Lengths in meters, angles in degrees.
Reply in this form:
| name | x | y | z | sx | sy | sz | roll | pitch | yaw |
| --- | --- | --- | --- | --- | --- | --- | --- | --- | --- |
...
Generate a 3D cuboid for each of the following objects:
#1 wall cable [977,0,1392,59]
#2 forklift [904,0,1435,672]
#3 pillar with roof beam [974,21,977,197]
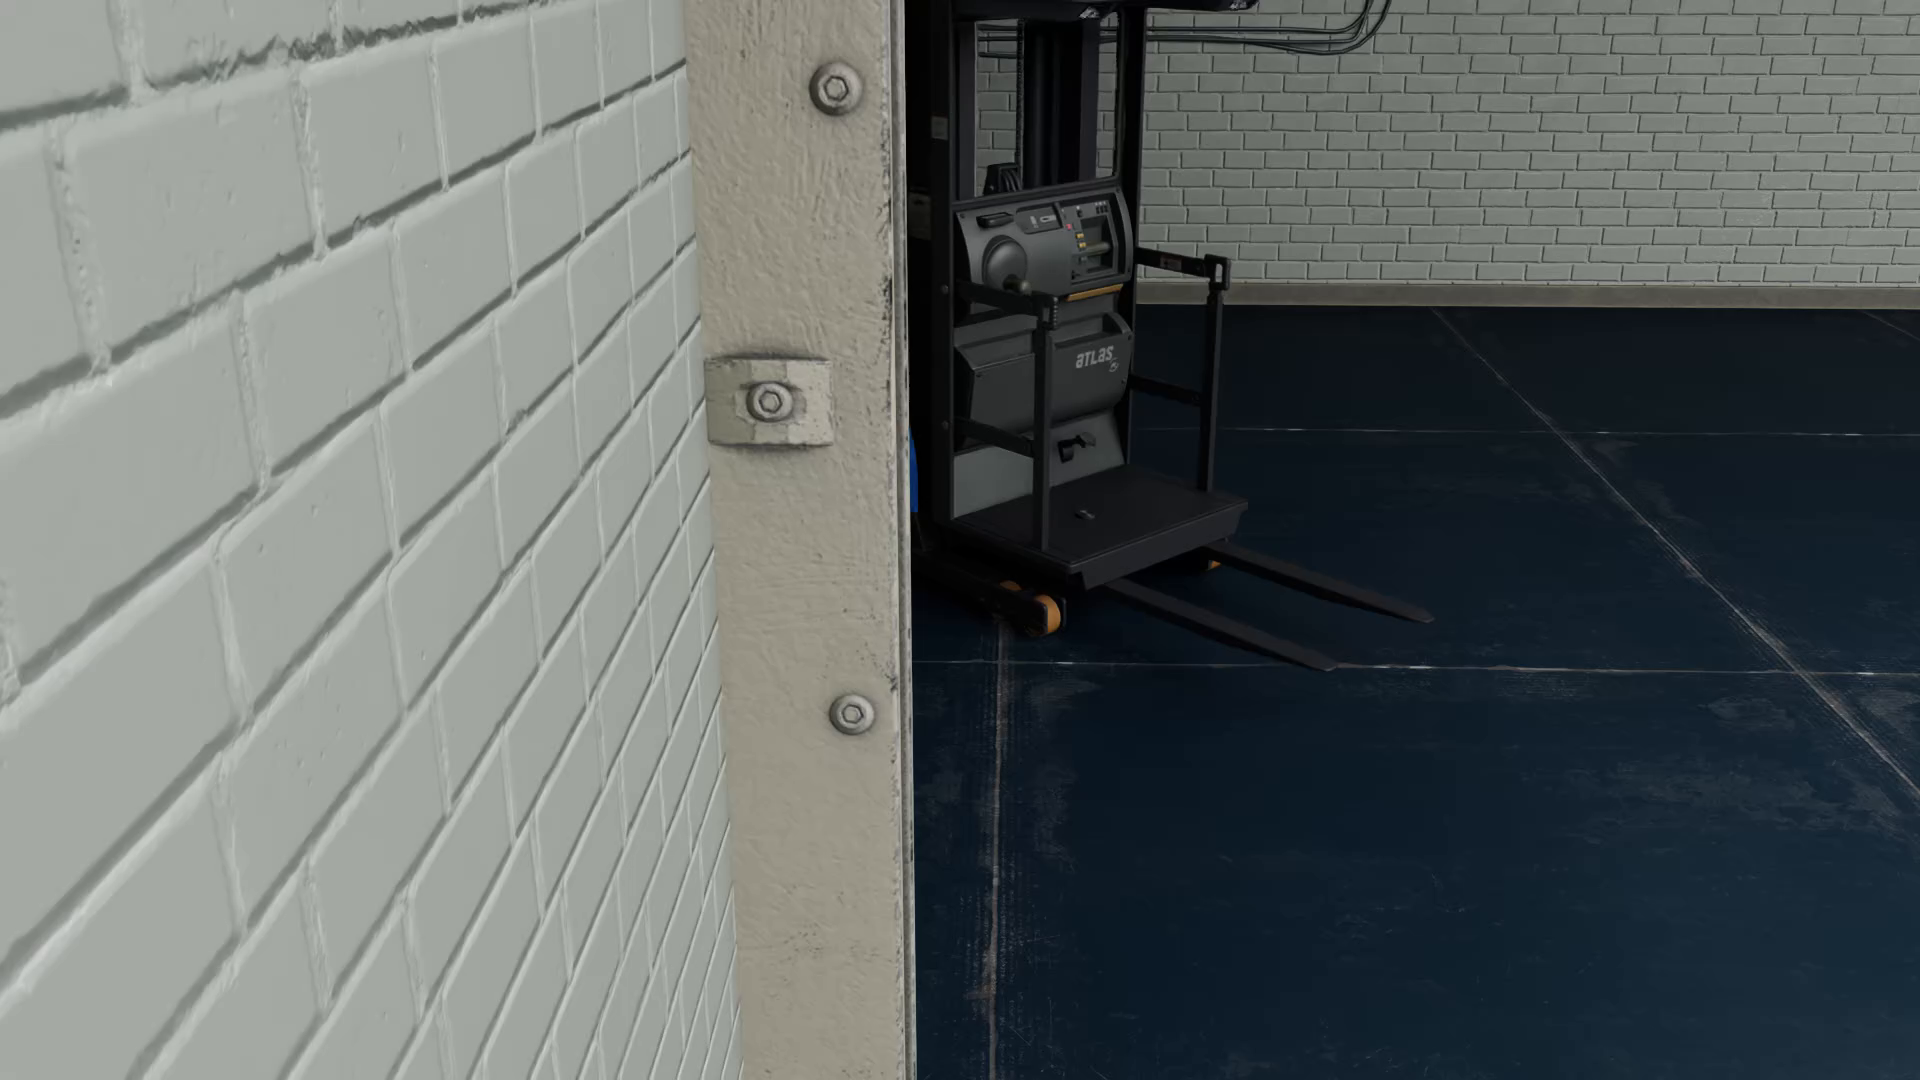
| name | x | y | z | sx | sy | sz | roll | pitch | yaw |
| --- | --- | --- | --- | --- | --- | --- | --- | --- | --- |
| wall cable | 1.339 | -4.421 | 10.776 | 3.097 | 2.526 | 0.112 | 1 | 21 | 2 |
| forklift | 0.496 | -1.192 | 6.549 | 1.130 | 2.935 | 3.031 | -18 | 28 | -39 |
| pillar with roof beam | 4.231 | -4.771 | 7.384 | 9.100 | 9.000 | 0.400 | 1 | 21 | 2 |
